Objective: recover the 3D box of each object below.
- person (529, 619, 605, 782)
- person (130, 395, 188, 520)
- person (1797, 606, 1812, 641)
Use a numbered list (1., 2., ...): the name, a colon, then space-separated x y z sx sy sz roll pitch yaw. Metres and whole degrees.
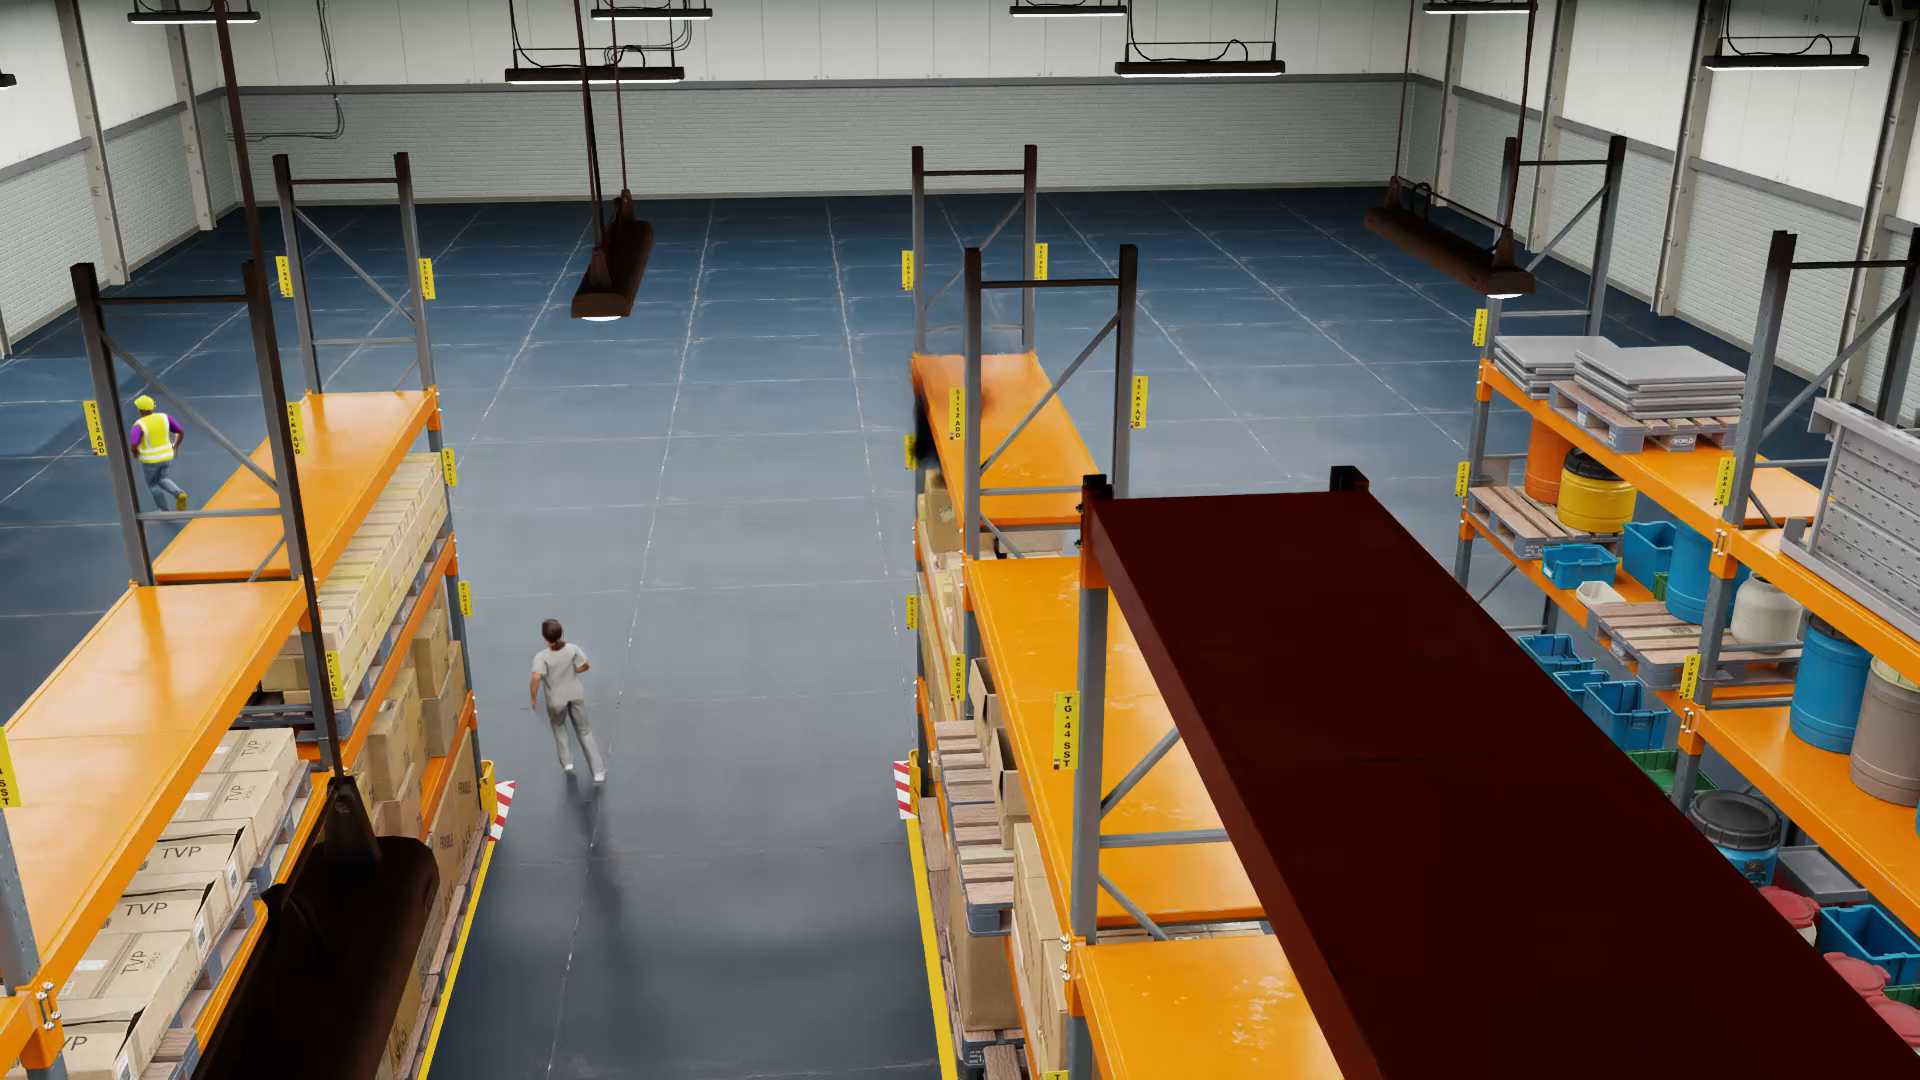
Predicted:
1. person: -3.718 1.542 15.508 0.612 1.729 0.773 -12 24 -27
2. person: -10.638 -1.080 22.069 0.603 1.726 0.722 14 25 31
3. person: 9.097 0.589 17.900 0.560 1.664 0.565 10 24 23
